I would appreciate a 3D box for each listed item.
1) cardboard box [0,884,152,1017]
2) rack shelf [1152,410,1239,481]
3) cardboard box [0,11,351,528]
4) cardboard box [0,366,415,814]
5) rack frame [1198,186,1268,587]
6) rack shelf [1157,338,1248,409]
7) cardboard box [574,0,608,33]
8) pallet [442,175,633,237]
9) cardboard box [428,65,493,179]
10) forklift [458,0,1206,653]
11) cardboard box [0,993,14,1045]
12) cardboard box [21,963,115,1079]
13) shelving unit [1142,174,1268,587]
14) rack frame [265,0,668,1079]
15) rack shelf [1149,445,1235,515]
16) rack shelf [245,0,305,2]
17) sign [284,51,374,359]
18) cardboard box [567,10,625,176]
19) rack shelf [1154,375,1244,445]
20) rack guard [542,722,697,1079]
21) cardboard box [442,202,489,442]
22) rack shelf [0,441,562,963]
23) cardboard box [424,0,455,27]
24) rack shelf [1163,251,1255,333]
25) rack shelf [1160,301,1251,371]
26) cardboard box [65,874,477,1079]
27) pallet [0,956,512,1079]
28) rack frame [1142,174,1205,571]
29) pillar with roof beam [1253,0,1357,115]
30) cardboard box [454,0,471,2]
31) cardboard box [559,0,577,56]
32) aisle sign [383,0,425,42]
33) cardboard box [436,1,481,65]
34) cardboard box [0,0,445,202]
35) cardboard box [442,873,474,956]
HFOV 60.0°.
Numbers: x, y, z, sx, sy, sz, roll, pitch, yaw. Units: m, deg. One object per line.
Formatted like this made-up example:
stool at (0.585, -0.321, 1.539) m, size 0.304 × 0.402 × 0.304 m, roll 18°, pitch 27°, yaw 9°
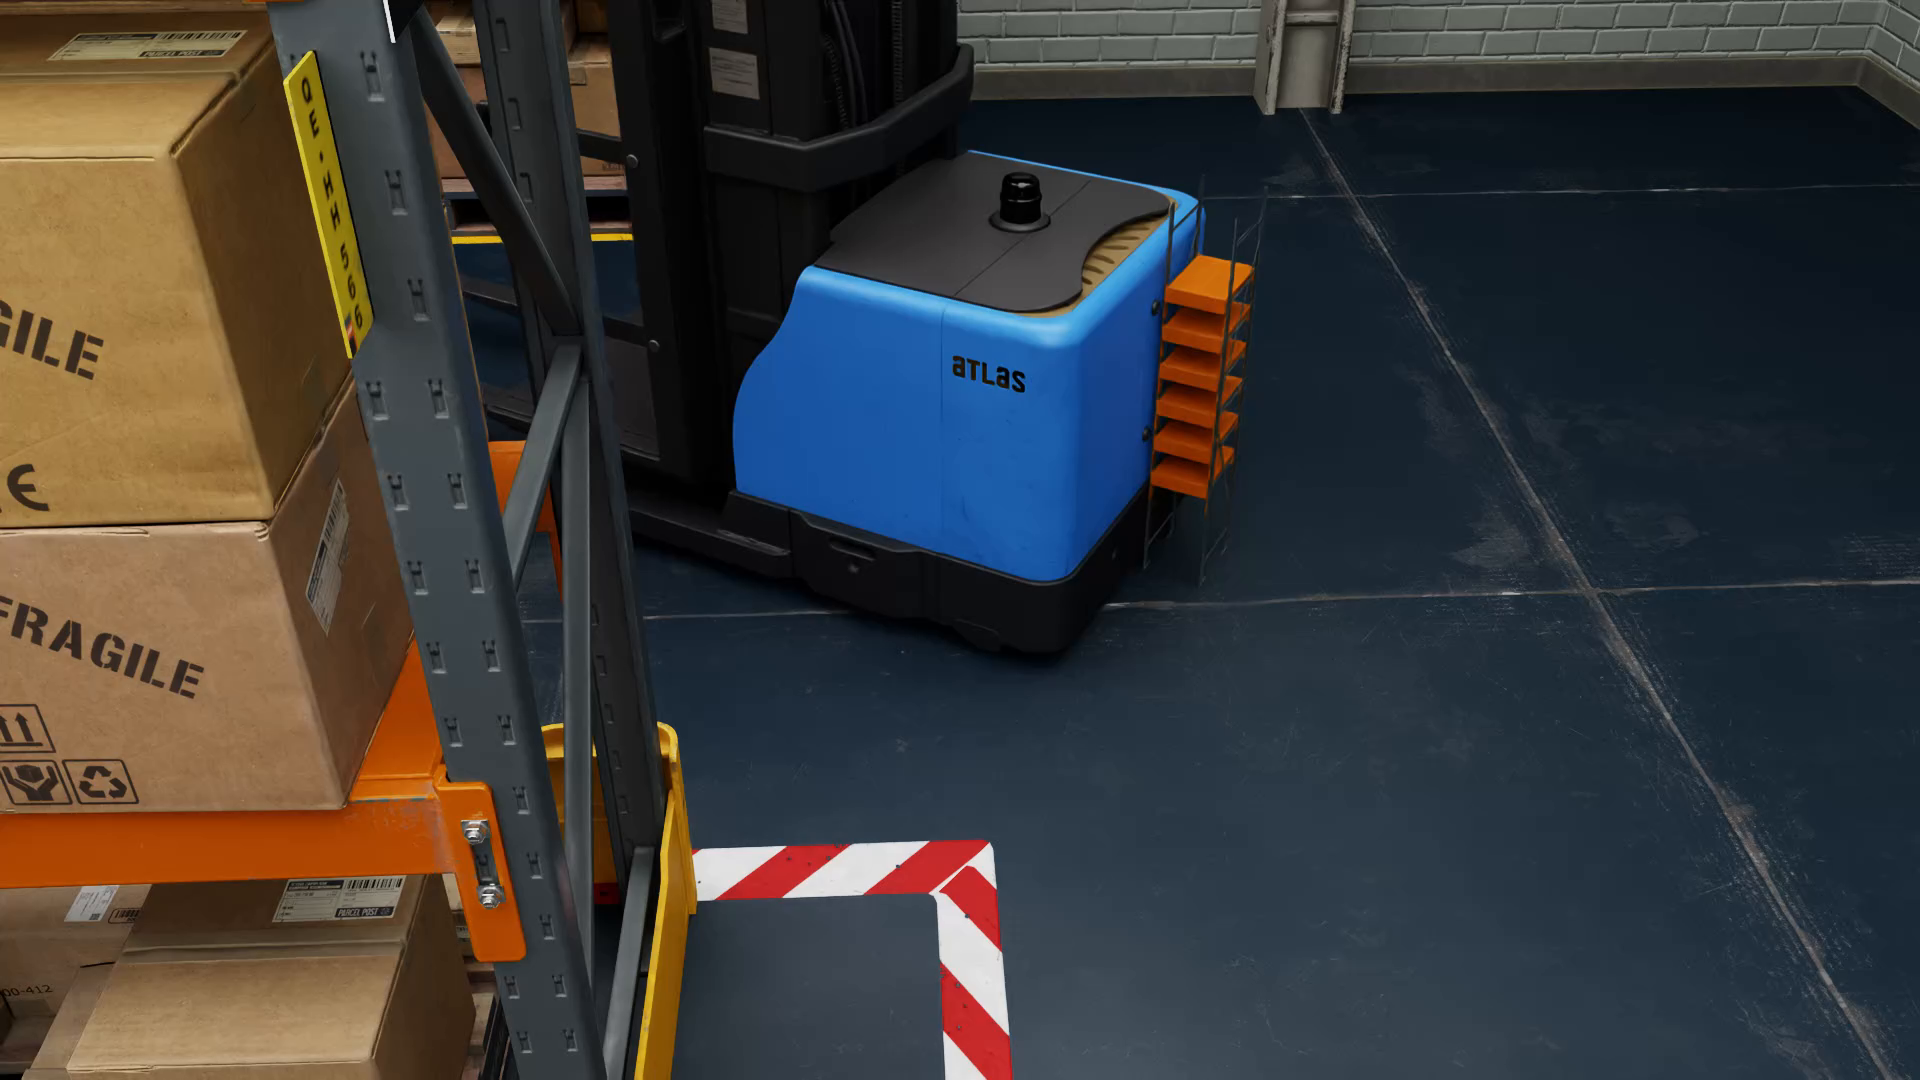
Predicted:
cardboard box at (-1.761, 0.739, 3.576) m, size 0.500 × 0.250 × 0.500 m, roll -2°, pitch 35°, yaw -2°
rack shelf at (0.700, -0.300, 4.919) m, size 0.180 × 0.103 × 0.258 m, roll 17°, pitch 38°, yaw 23°
cardboard box at (-1.137, -0.361, 2.170) m, size 0.500 × 0.500 × 0.500 m, roll -2°, pitch 35°, yaw -3°
cardboard box at (-1.140, 0.048, 2.457) m, size 0.500 × 0.500 × 0.500 m, roll -1°, pitch 35°, yaw -1°
rack frame at (0.781, -0.411, 4.790) m, size 0.006 × 1.200 × 0.240 m, roll 17°, pitch 38°, yaw 23°
rack shelf at (0.700, -0.498, 4.782) m, size 0.180 × 0.103 × 0.258 m, roll 17°, pitch 38°, yaw 23°
cardboard box at (-1.523, -2.346, 7.262) m, size 0.250 × 0.149 × 0.380 m, roll -1°, pitch 35°, yaw -2°
pallet at (-1.738, -1.681, 7.493) m, size 1.213 × 0.211 × 1.003 m, roll -2°, pitch 35°, yaw -2°
cardboard box at (-2.138, -1.949, 7.258) m, size 0.500 × 0.500 × 0.700 m, roll -2°, pitch 35°, yaw -2°
forklift at (-0.822, -1.472, 4.802) m, size 3.031 × 2.935 × 1.130 m, roll 17°, pitch 38°, yaw 23°
cardboard box at (-2.187, 1.035, 3.148) m, size 0.500 × 0.250 × 0.500 m, roll -2°, pitch 35°, yaw -2°
cardboard box at (-1.645, 1.021, 3.242) m, size 0.250 × 0.166 × 0.380 m, roll -2°, pitch 35°, yaw -2°
shelving unit at (0.700, -0.436, 4.825) m, size 0.189 × 1.200 × 0.258 m, roll 17°, pitch 38°, yaw 23°
rack frame at (-0.705, -0.077, 2.726) m, size 0.127 × 3.000 × 1.000 m, roll -2°, pitch 35°, yaw -2°
rack shelf at (0.700, -0.202, 4.987) m, size 0.180 × 0.103 × 0.258 m, roll 17°, pitch 38°, yaw 23°
rack shelf at (-2.703, -0.961, 1.999) m, size 4.000 × 0.370 × 1.077 m, roll -2°, pitch 35°, yaw -2°
sign at (-0.699, -0.368, 1.850) m, size 0.005 × 0.325 × 0.100 m, roll -2°, pitch 35°, yaw -2°
cardboard box at (-1.638, -1.962, 7.277) m, size 0.500 × 0.500 × 0.700 m, roll -2°, pitch 35°, yaw -2°
rack shelf at (0.700, -0.399, 4.850) m, size 0.180 × 0.103 × 0.258 m, roll 17°, pitch 38°, yaw 23°
rack guard at (-0.781, 0.952, 3.434) m, size 0.348 × 0.500 × 1.175 m, roll -2°, pitch 35°, yaw -2°
cardboard box at (-1.161, -0.257, 2.897) m, size 0.500 × 0.500 × 0.500 m, roll -1°, pitch 35°, yaw -1°
rack shelf at (-2.703, 0.272, 2.853) m, size 4.000 × 0.370 × 1.077 m, roll -2°, pitch 35°, yaw -2°
cardboard box at (-2.278, -2.326, 7.232) m, size 0.250 × 0.149 × 0.380 m, roll -1°, pitch 35°, yaw -2°
rack shelf at (0.701, -0.695, 4.645) m, size 0.180 × 0.103 × 0.258 m, roll 17°, pitch 38°, yaw 23°
rack shelf at (0.700, -0.596, 4.714) m, size 0.180 × 0.103 × 0.258 m, roll 17°, pitch 38°, yaw 23°
cardboard box at (-1.237, 0.924, 3.089) m, size 0.500 × 0.500 × 0.500 m, roll -2°, pitch 35°, yaw -2°
pallet at (-1.577, 1.093, 3.485) m, size 1.213 × 0.211 × 1.003 m, roll -2°, pitch 35°, yaw -2°
rack frame at (0.620, -0.460, 4.860) m, size 0.006 × 1.200 × 0.240 m, roll 17°, pitch 38°, yaw 23°
pillar with roof beam at (1.916, -3.477, 2.367) m, size 0.400 × 9.000 × 9.100 m, roll -2°, pitch 35°, yaw -2°
cardboard box at (-2.028, -2.332, 7.241) m, size 0.250 × 0.149 × 0.380 m, roll -1°, pitch 35°, yaw -2°
cardboard box at (-1.758, -2.122, 6.938) m, size 0.250 × 0.149 × 0.380 m, roll -2°, pitch 35°, yaw -3°
aisle sign at (-0.623, -0.974, 1.737) m, size 0.004 × 0.787 × 0.394 m, roll -2°, pitch 35°, yaw -2°
cardboard box at (-2.013, -2.115, 6.927) m, size 0.250 × 0.149 × 0.380 m, roll -1°, pitch 35°, yaw -1°
cardboard box at (-1.161, -0.668, 2.612) m, size 0.500 × 0.500 × 0.500 m, roll -1°, pitch 35°, yaw -1°
cardboard box at (-1.140, 0.730, 3.678) m, size 0.250 × 0.149 × 0.380 m, roll -2°, pitch 35°, yaw -2°
